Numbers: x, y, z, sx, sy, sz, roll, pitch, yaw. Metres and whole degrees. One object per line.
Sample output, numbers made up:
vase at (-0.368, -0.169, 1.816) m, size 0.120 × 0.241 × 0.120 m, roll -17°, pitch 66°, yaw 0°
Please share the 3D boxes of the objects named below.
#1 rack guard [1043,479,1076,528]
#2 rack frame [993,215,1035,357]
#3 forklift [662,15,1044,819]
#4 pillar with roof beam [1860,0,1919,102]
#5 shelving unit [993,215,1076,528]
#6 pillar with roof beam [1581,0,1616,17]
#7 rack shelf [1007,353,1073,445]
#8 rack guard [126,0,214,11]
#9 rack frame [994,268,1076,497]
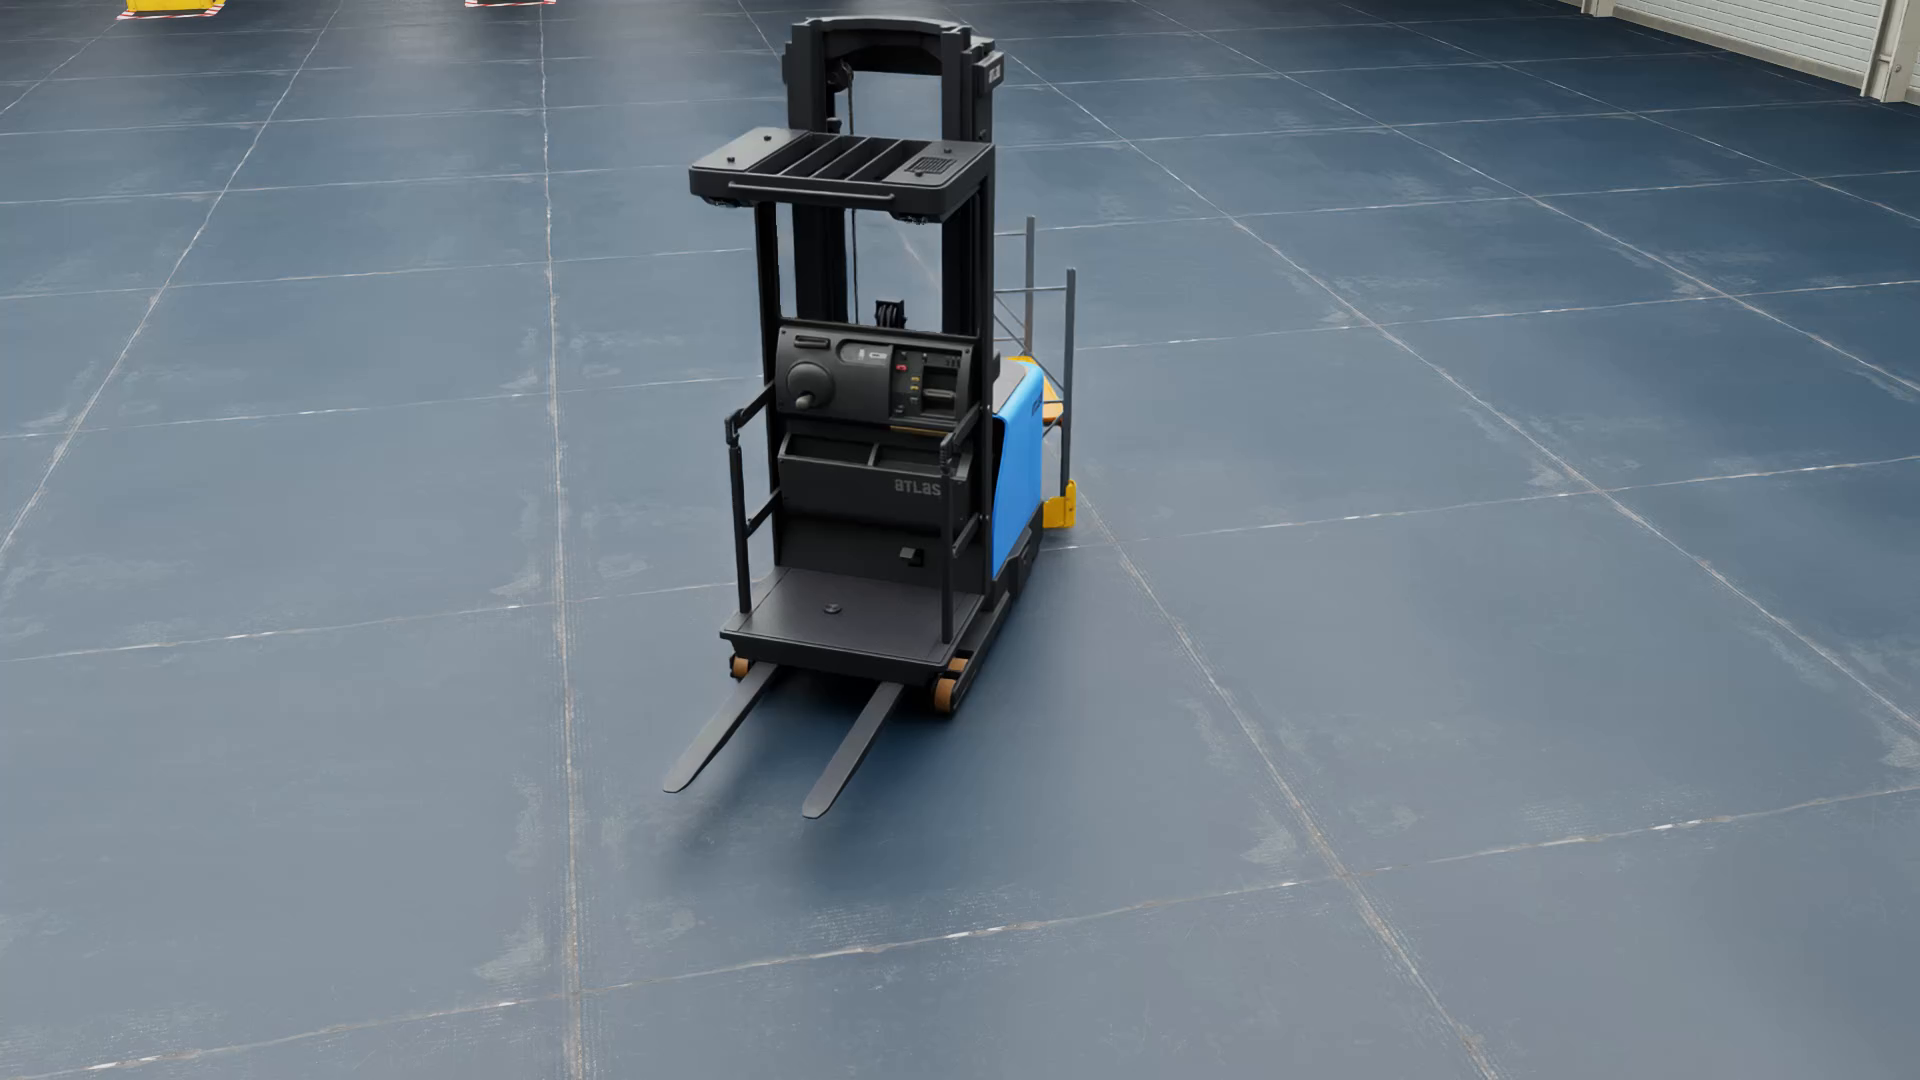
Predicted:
rack guard at (0.358, -0.190, 9.349) m, size 0.587 × 0.250 × 0.087 m, roll -5°, pitch 27°, yaw -9°
rack frame at (0.185, -1.190, 9.944) m, size 0.500 × 1.500 × 0.032 m, roll -5°, pitch 27°, yaw -9°
forklift at (-0.456, -0.705, 7.394) m, size 1.130 × 2.935 × 3.031 m, roll 8°, pitch 28°, yaw 15°
pillar with roof beam at (6.640, -8.767, 16.632) m, size 9.100 × 9.000 × 0.400 m, roll -6°, pitch 27°, yaw -12°
shelving unit at (0.272, -0.969, 9.505) m, size 0.587 × 1.500 × 1.083 m, roll -5°, pitch 27°, yaw -9°
pillar with roof beam at (5.288, -11.401, 21.851) m, size 9.100 × 9.000 × 0.400 m, roll -6°, pitch 27°, yaw -12°
rack shelf at (0.273, -0.804, 9.578) m, size 0.538 × 0.185 × 1.000 m, roll -5°, pitch 27°, yaw -9°
rack guard at (-11.970, -8.294, 25.128) m, size 1.175 × 0.500 × 0.348 m, roll -6°, pitch 27°, yaw -12°
rack frame at (0.361, -0.739, 9.050) m, size 0.500 × 1.500 × 0.032 m, roll -5°, pitch 27°, yaw -9°
